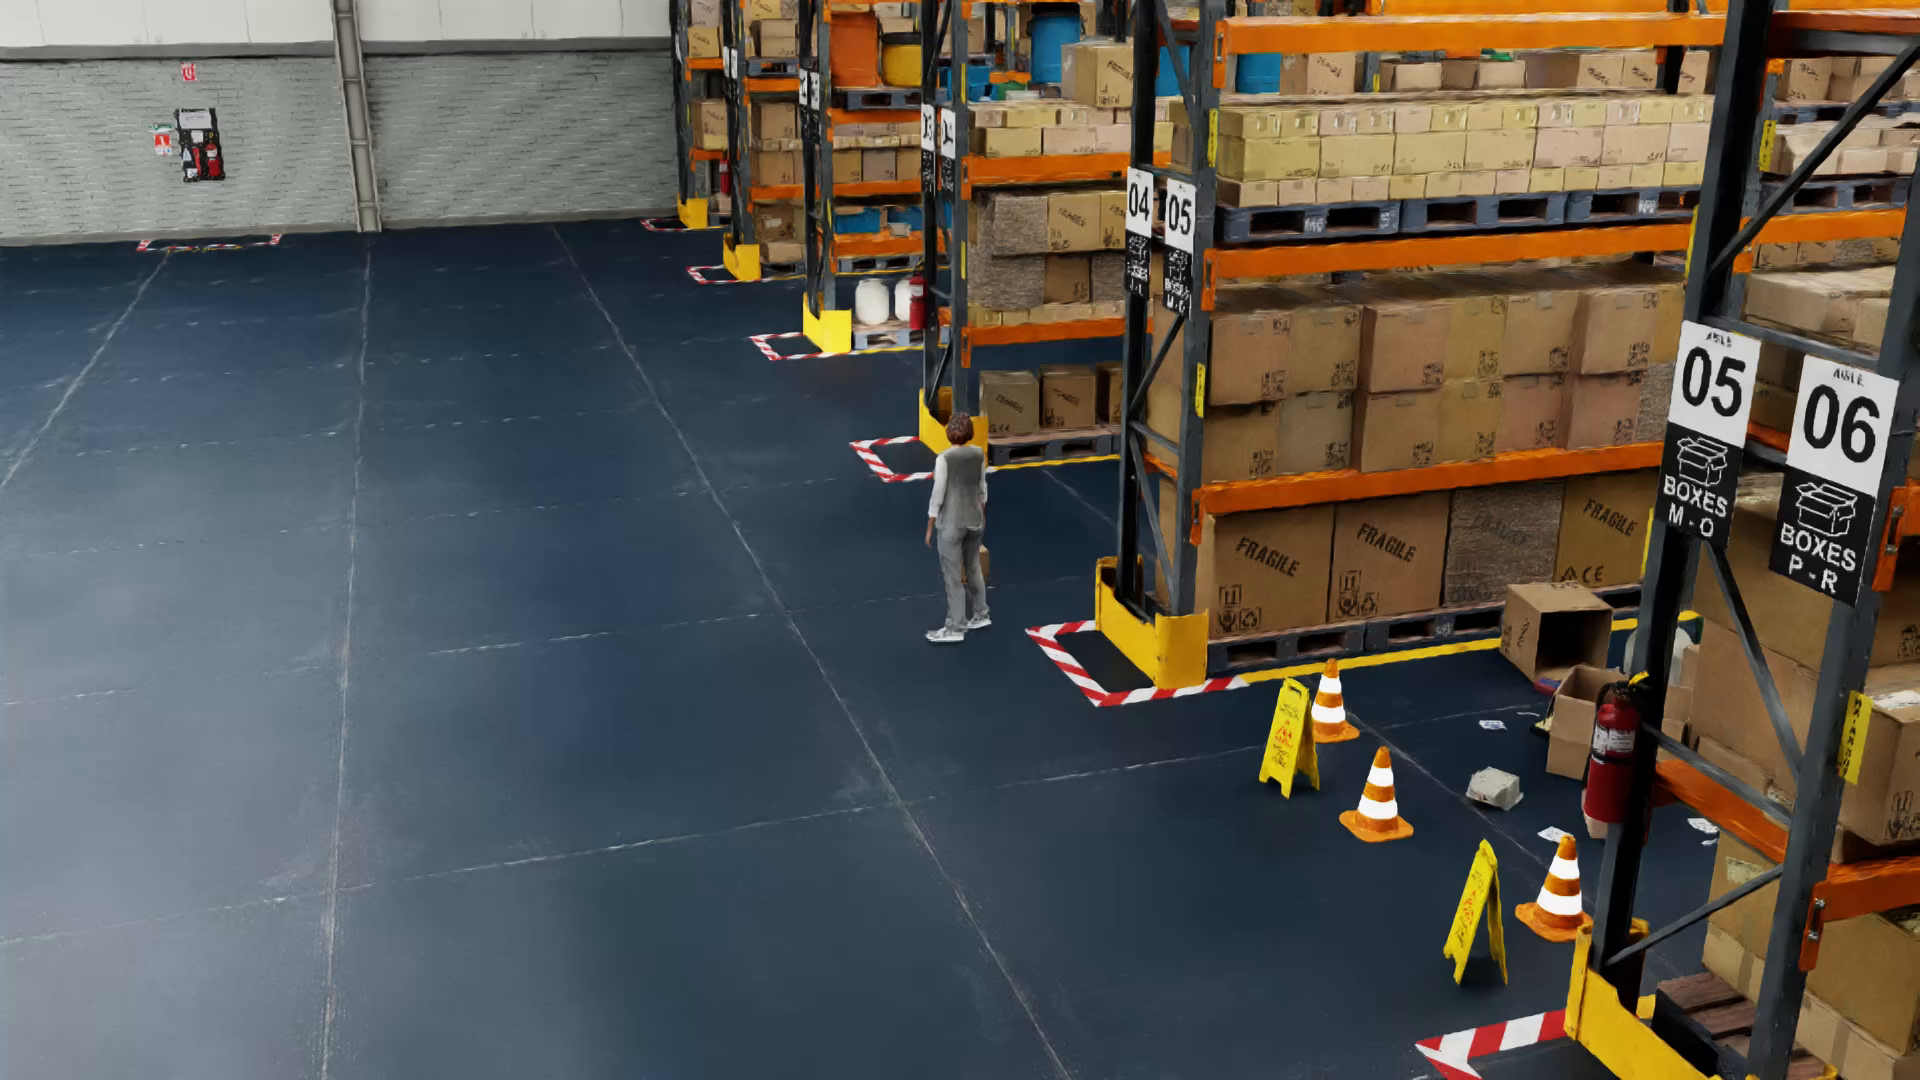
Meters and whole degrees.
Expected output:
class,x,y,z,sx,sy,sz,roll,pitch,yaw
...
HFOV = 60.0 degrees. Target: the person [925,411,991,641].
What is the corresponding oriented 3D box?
class,x,y,z,sx,sy,sz,roll,pitch,yaw
person,-0.012,-0.081,11.313,0.492,1.627,0.317,-13,23,-32
